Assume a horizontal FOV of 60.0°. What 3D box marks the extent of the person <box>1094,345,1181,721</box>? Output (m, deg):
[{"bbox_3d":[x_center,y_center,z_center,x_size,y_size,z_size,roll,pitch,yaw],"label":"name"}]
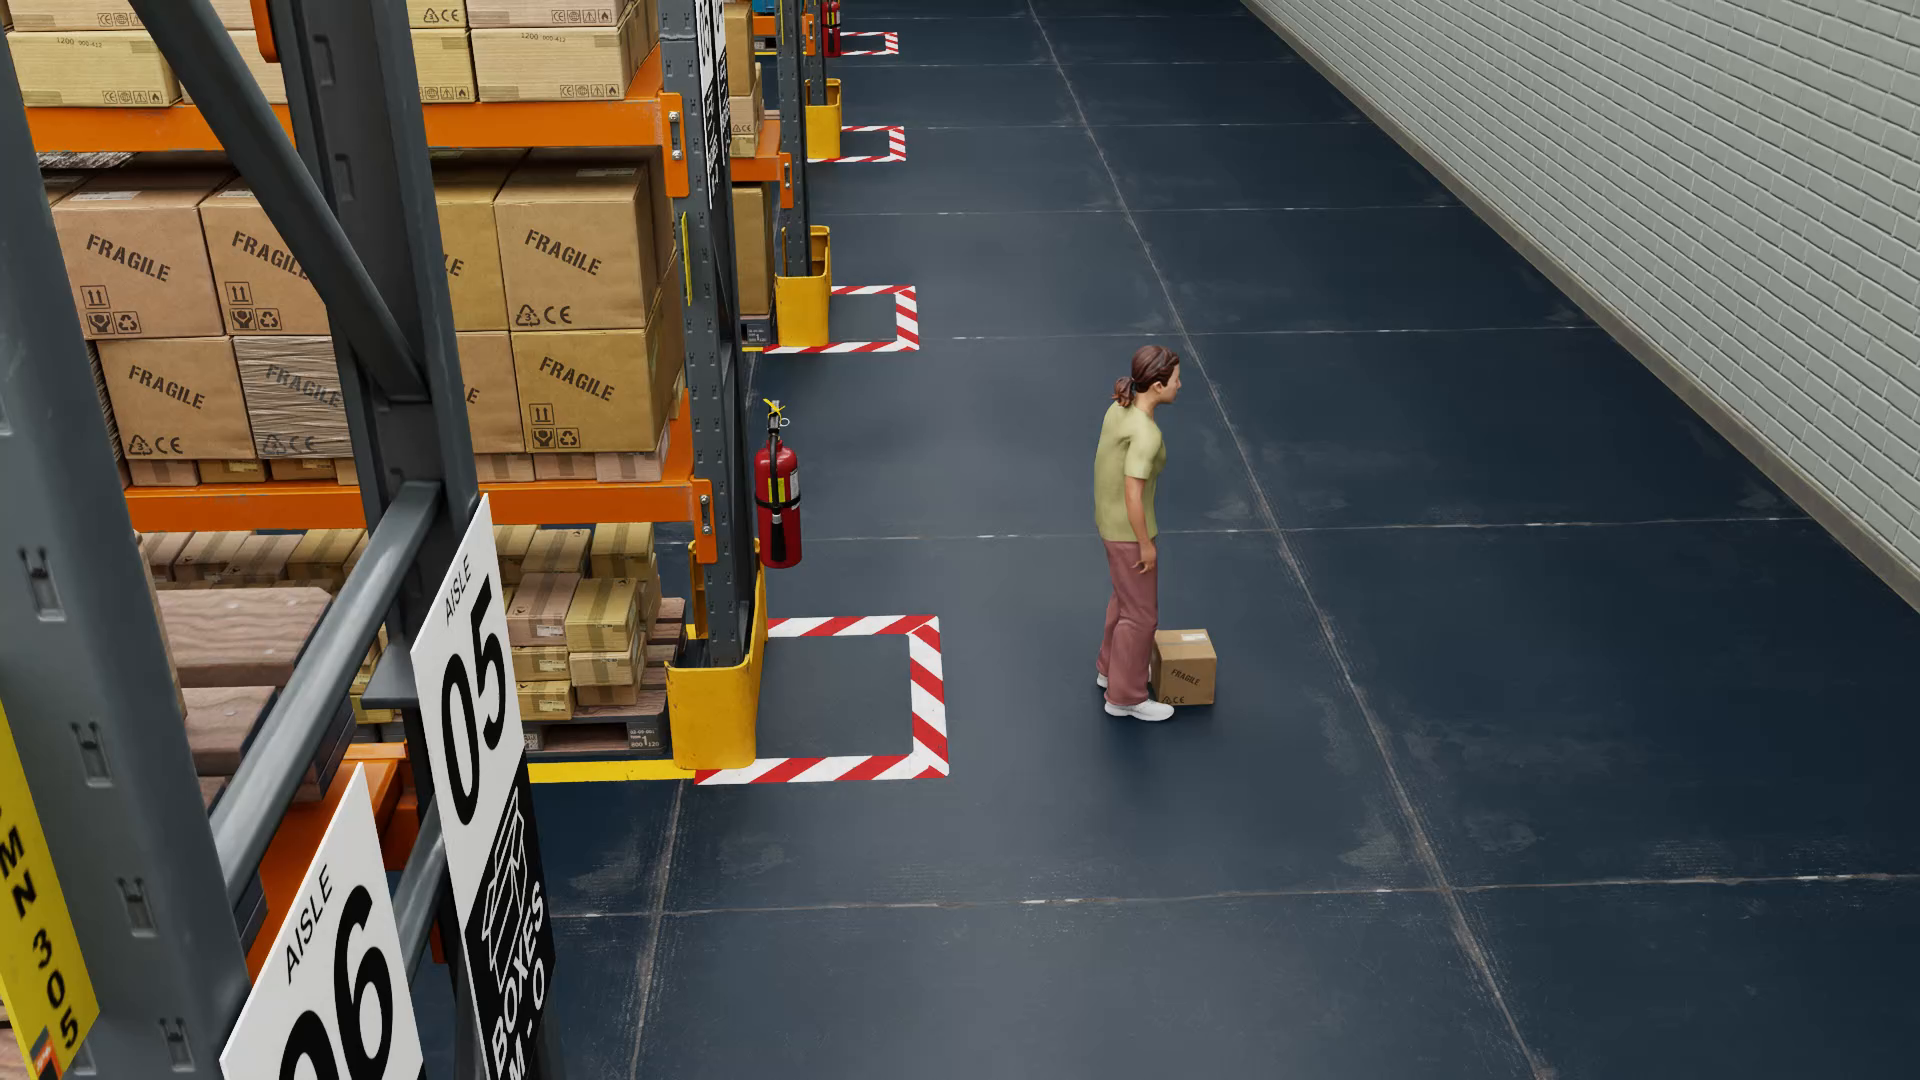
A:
[{"bbox_3d":[0.763,-0.043,7.206,0.365,1.671,0.518,-3,28,-6],"label":"person"}]
